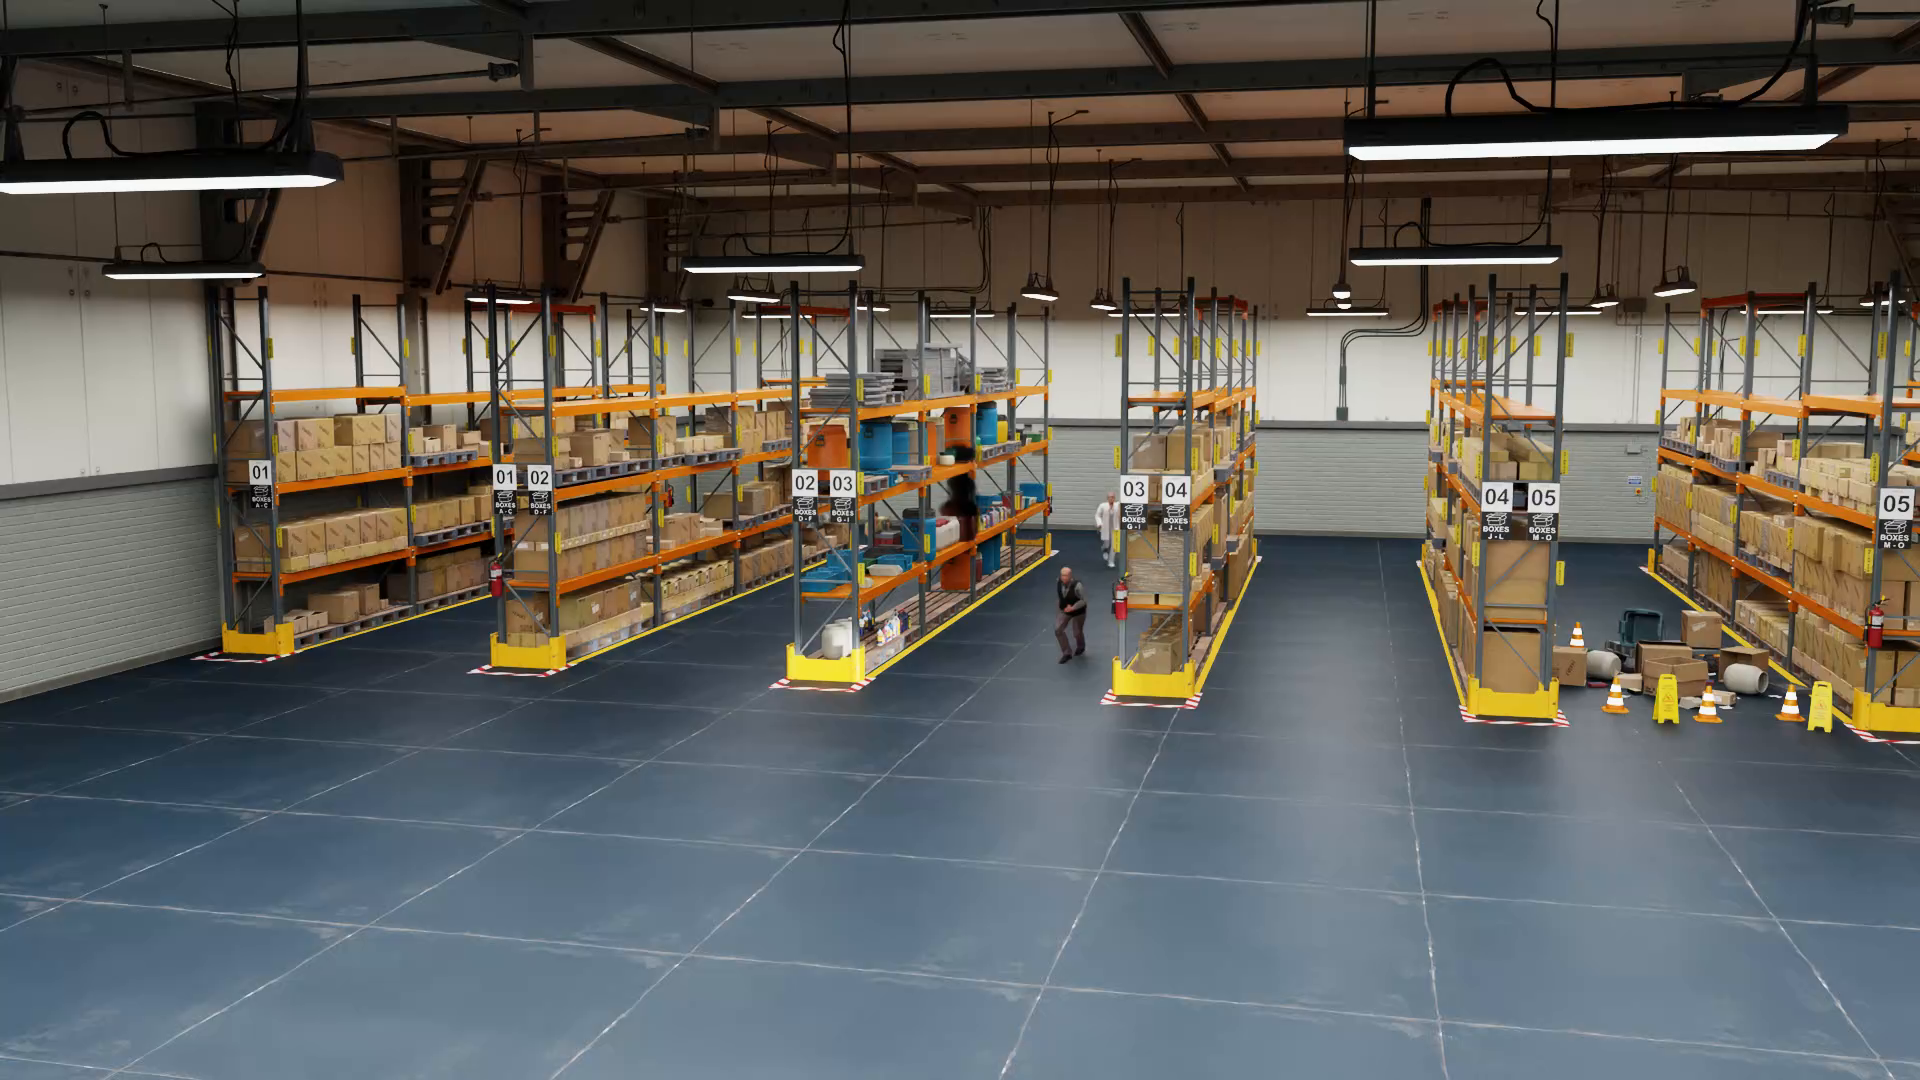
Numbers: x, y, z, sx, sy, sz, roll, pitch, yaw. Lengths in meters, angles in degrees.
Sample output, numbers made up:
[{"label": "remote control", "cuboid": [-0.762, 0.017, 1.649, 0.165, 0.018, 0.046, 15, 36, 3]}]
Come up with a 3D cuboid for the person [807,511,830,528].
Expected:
[{"label": "person", "cuboid": [-3.636, -0.821, 43.593, 0.936, 1.664, 0.534, 3, 7, 27]}]

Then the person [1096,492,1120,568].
[{"label": "person", "cuboid": [3.469, -0.252, 38.322, 0.698, 1.723, 0.757, 0, 7, 0]}]

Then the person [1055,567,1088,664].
[{"label": "person", "cuboid": [1.824, 1.161, 26.605, 0.673, 1.552, 1.064, 4, 7, 28]}]

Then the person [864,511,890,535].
[{"label": "person", "cuboid": [-1.807, -0.010, 36.353, 0.587, 1.345, 0.929, 0, 7, -4]}]
